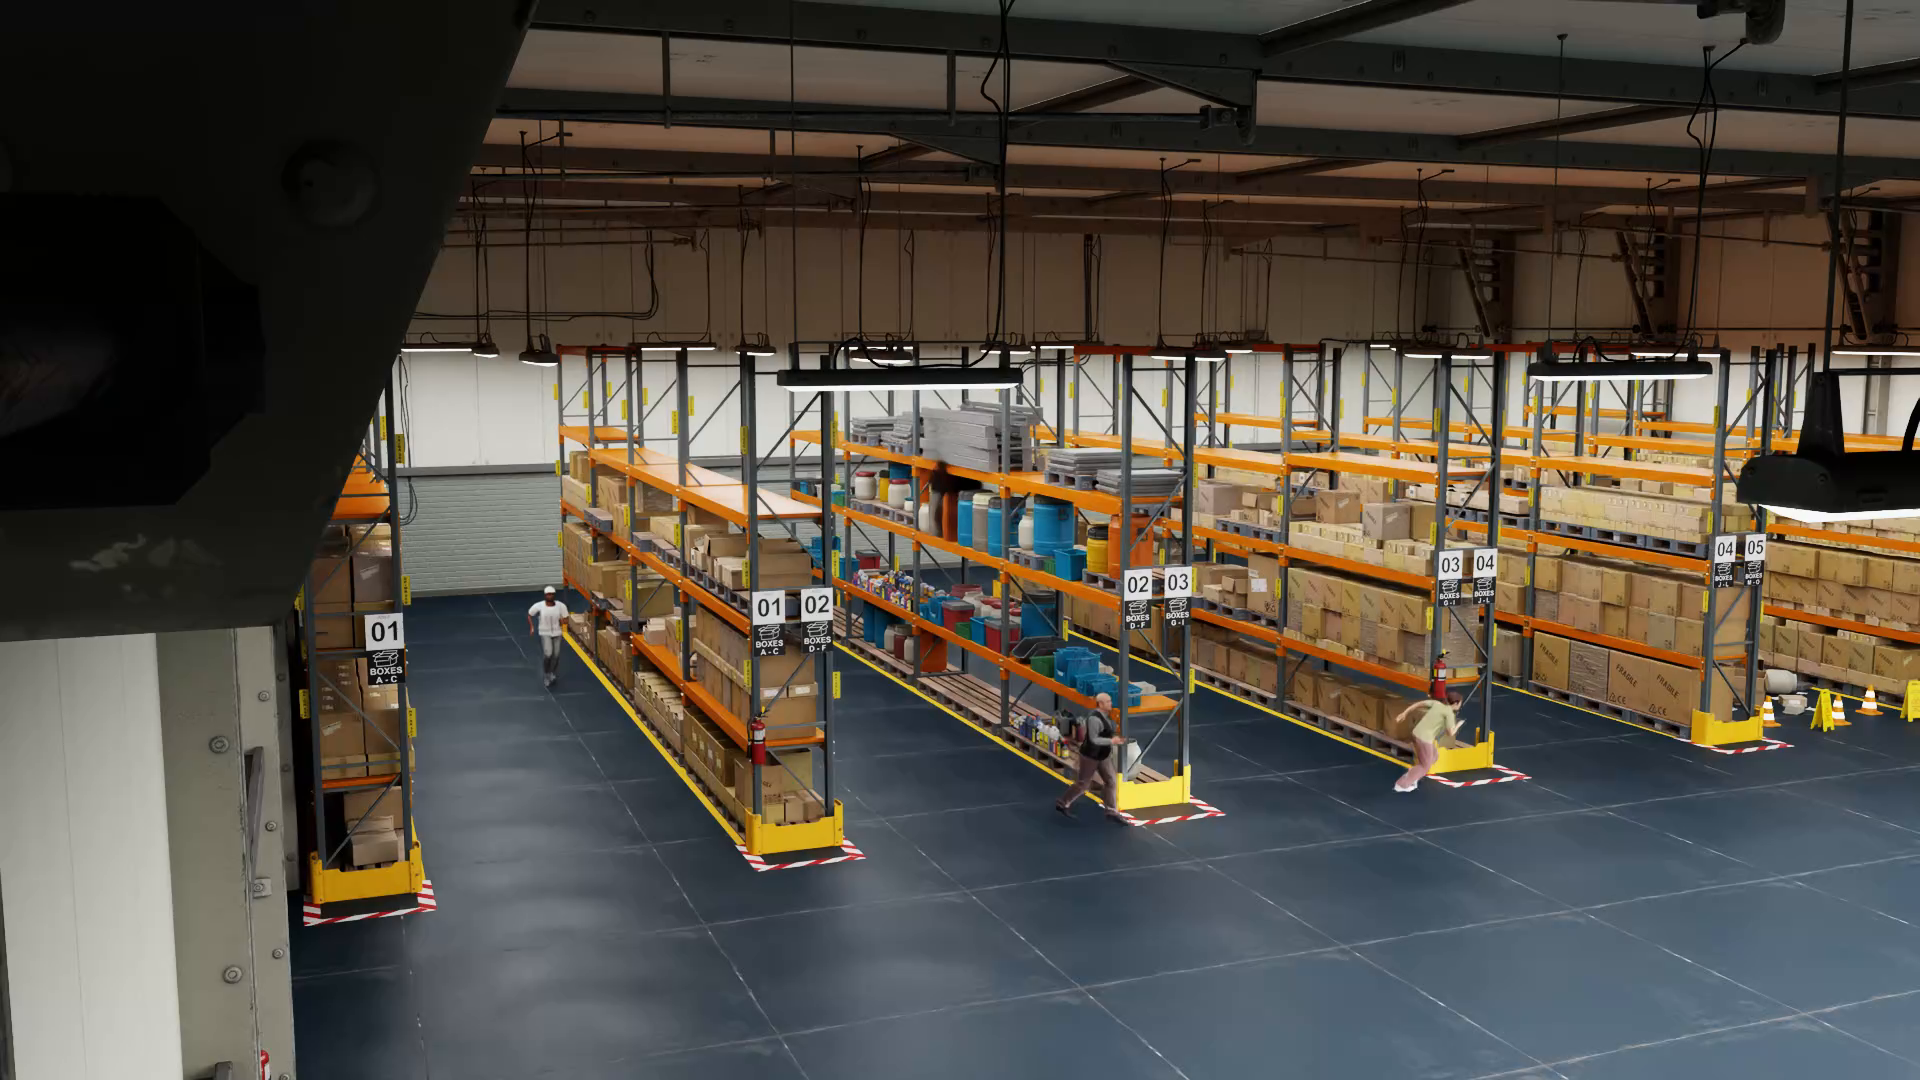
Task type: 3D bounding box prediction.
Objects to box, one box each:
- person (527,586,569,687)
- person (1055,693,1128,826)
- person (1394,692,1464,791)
[{"bbox_3d":[-7.280,1.711,29.555,0.690,1.789,0.722,-4,8,-27],"label":"person"},{"bbox_3d":[1.689,2.786,21.236,0.958,1.725,0.593,4,8,27],"label":"person"},{"bbox_3d":[6.420,2.754,22.721,0.942,1.389,0.563,-2,7,-13],"label":"person"}]
